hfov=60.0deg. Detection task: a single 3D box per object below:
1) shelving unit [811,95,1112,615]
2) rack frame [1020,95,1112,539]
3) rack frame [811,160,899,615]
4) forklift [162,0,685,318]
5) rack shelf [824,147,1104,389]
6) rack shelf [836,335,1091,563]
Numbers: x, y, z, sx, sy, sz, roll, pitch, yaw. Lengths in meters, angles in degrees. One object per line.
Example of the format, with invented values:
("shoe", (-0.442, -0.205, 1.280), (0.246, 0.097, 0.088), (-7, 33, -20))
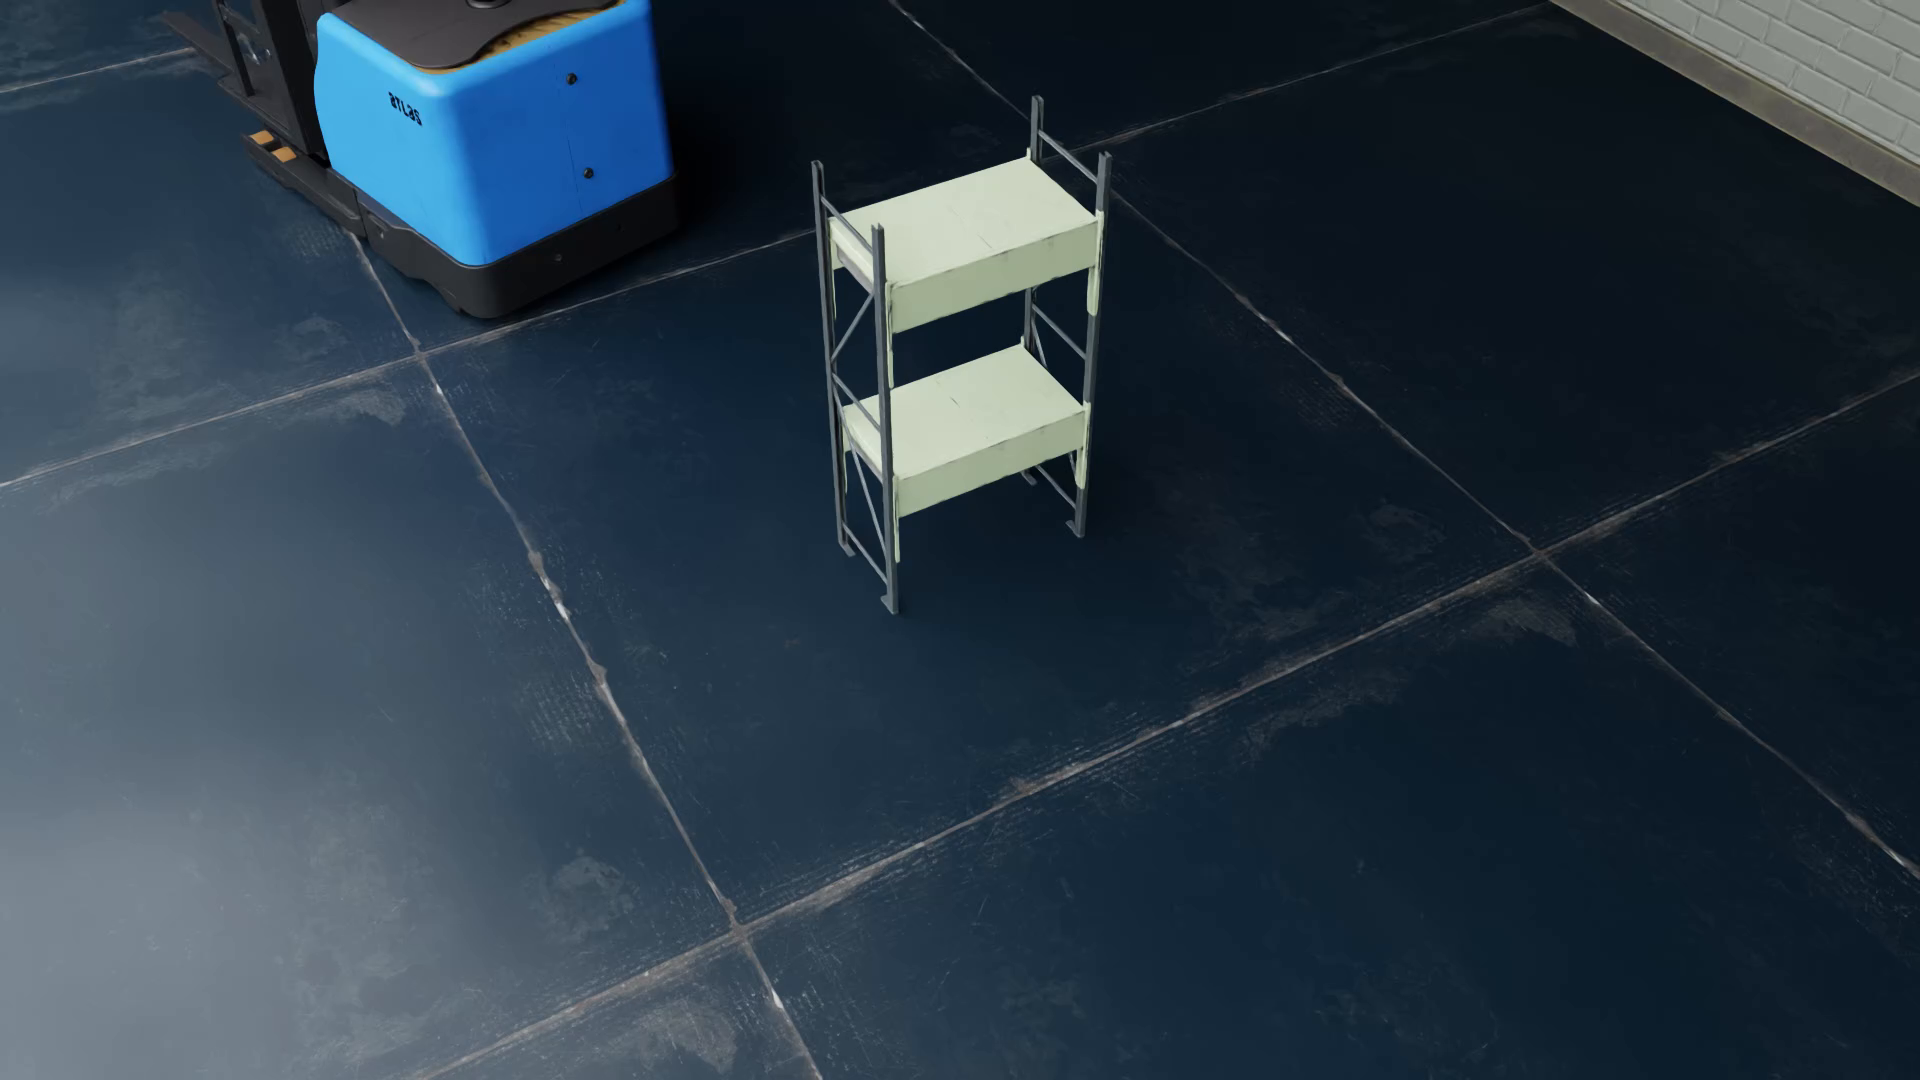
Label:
("shelving unit", (0.006, -0.541, 5.230), (0.755, 1.500, 0.431), (-22, 48, -21))
("rack frame", (0.323, -0.668, 5.361), (0.023, 1.500, 0.400), (-22, 48, -21))
("rack frame", (-0.312, -0.414, 5.099), (0.023, 1.500, 0.400), (-22, 48, -21))
("forklift", (-2.558, -2.846, 6.578), (1.130, 2.935, 3.031), (-35, 54, -30))
("rack shelf", (0.006, -0.821, 4.958), (0.720, 0.370, 0.431), (-22, 48, -21))
("rack shelf", (0.006, -0.307, 5.457), (0.720, 0.370, 0.431), (-22, 48, -21))
